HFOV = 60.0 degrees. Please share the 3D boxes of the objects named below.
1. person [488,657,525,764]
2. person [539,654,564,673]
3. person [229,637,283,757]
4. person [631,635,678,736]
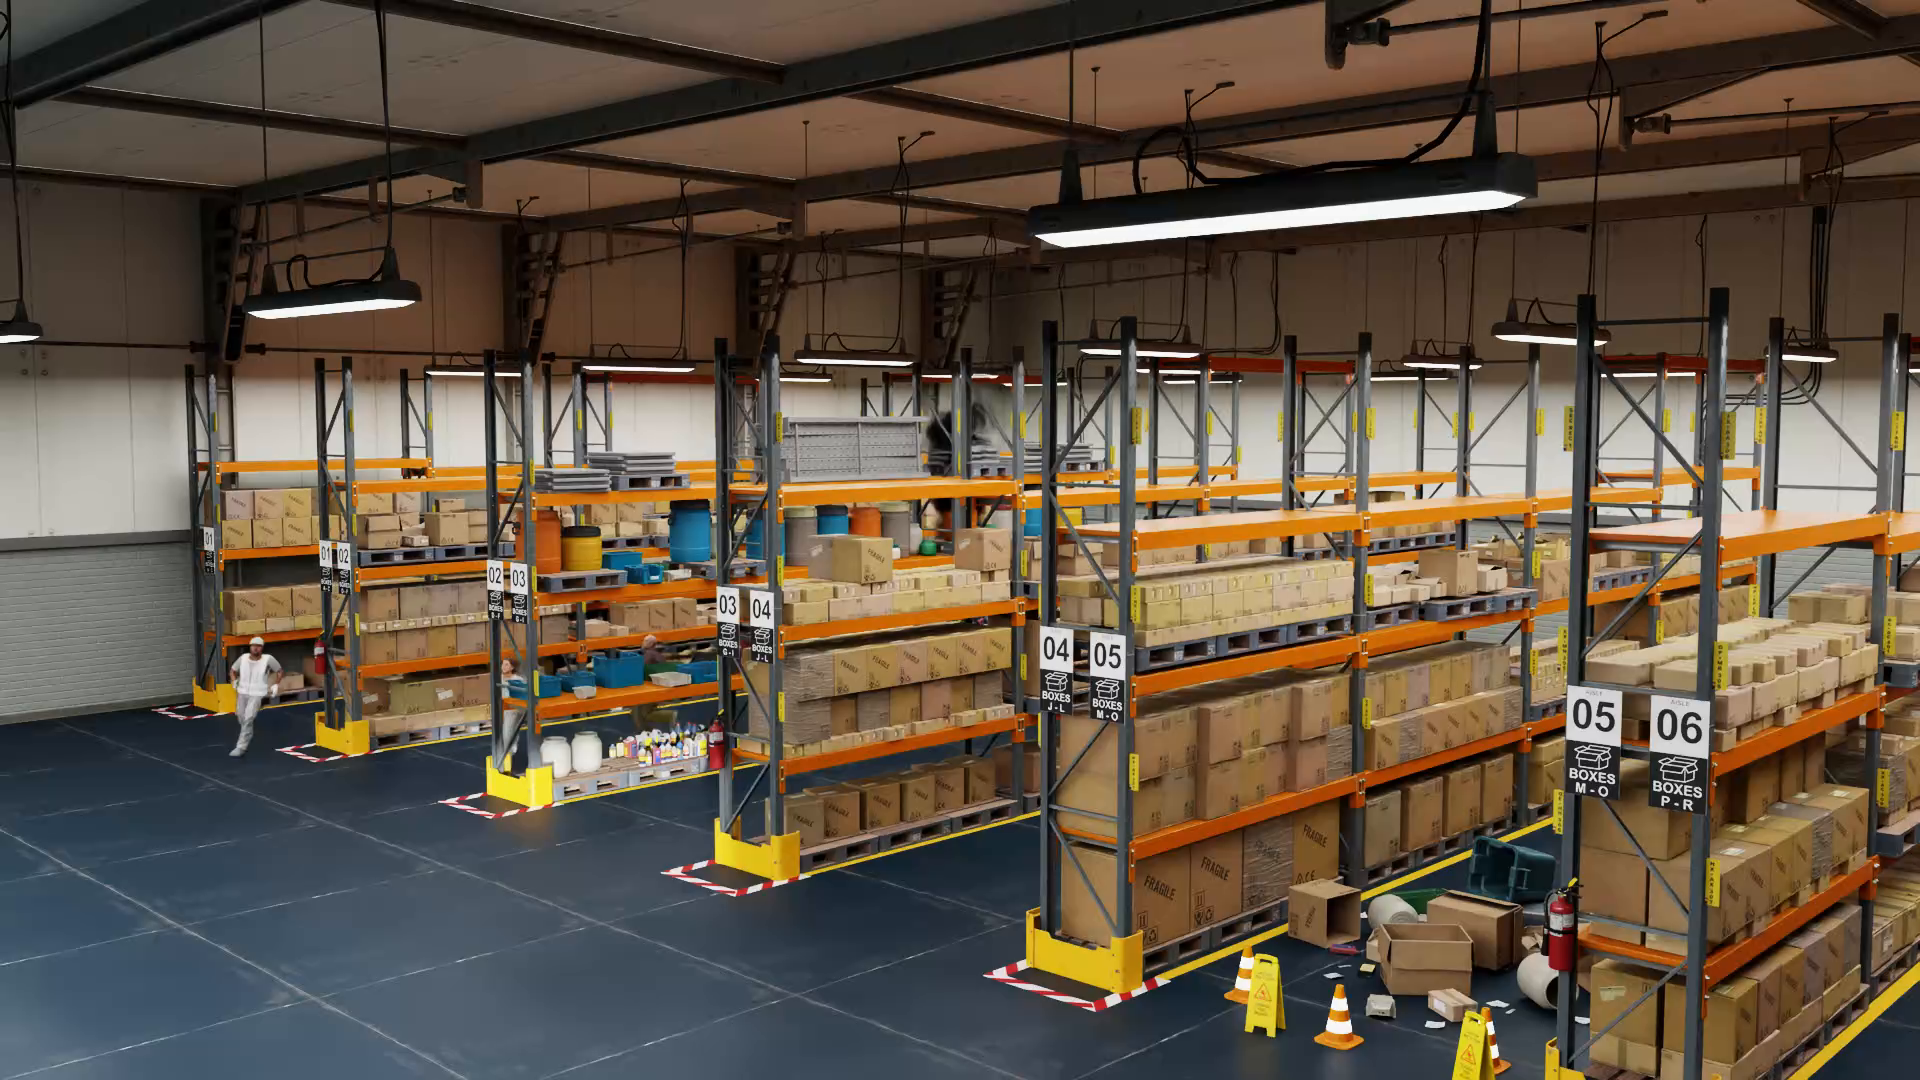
[{"bbox_3d":[-6.546,2.507,24.193,0.569,1.629,0.624,1,5,14],"label":"person"},{"bbox_3d":[-7.373,2.043,30.254,0.627,1.695,0.860,4,6,42],"label":"person"},{"bbox_3d":[-10.733,2.340,25.232,0.727,1.747,0.984,0,4,-1],"label":"person"},{"bbox_3d":[-4.785,2.329,25.863,0.695,1.729,0.742,-3,5,-35],"label":"person"}]
